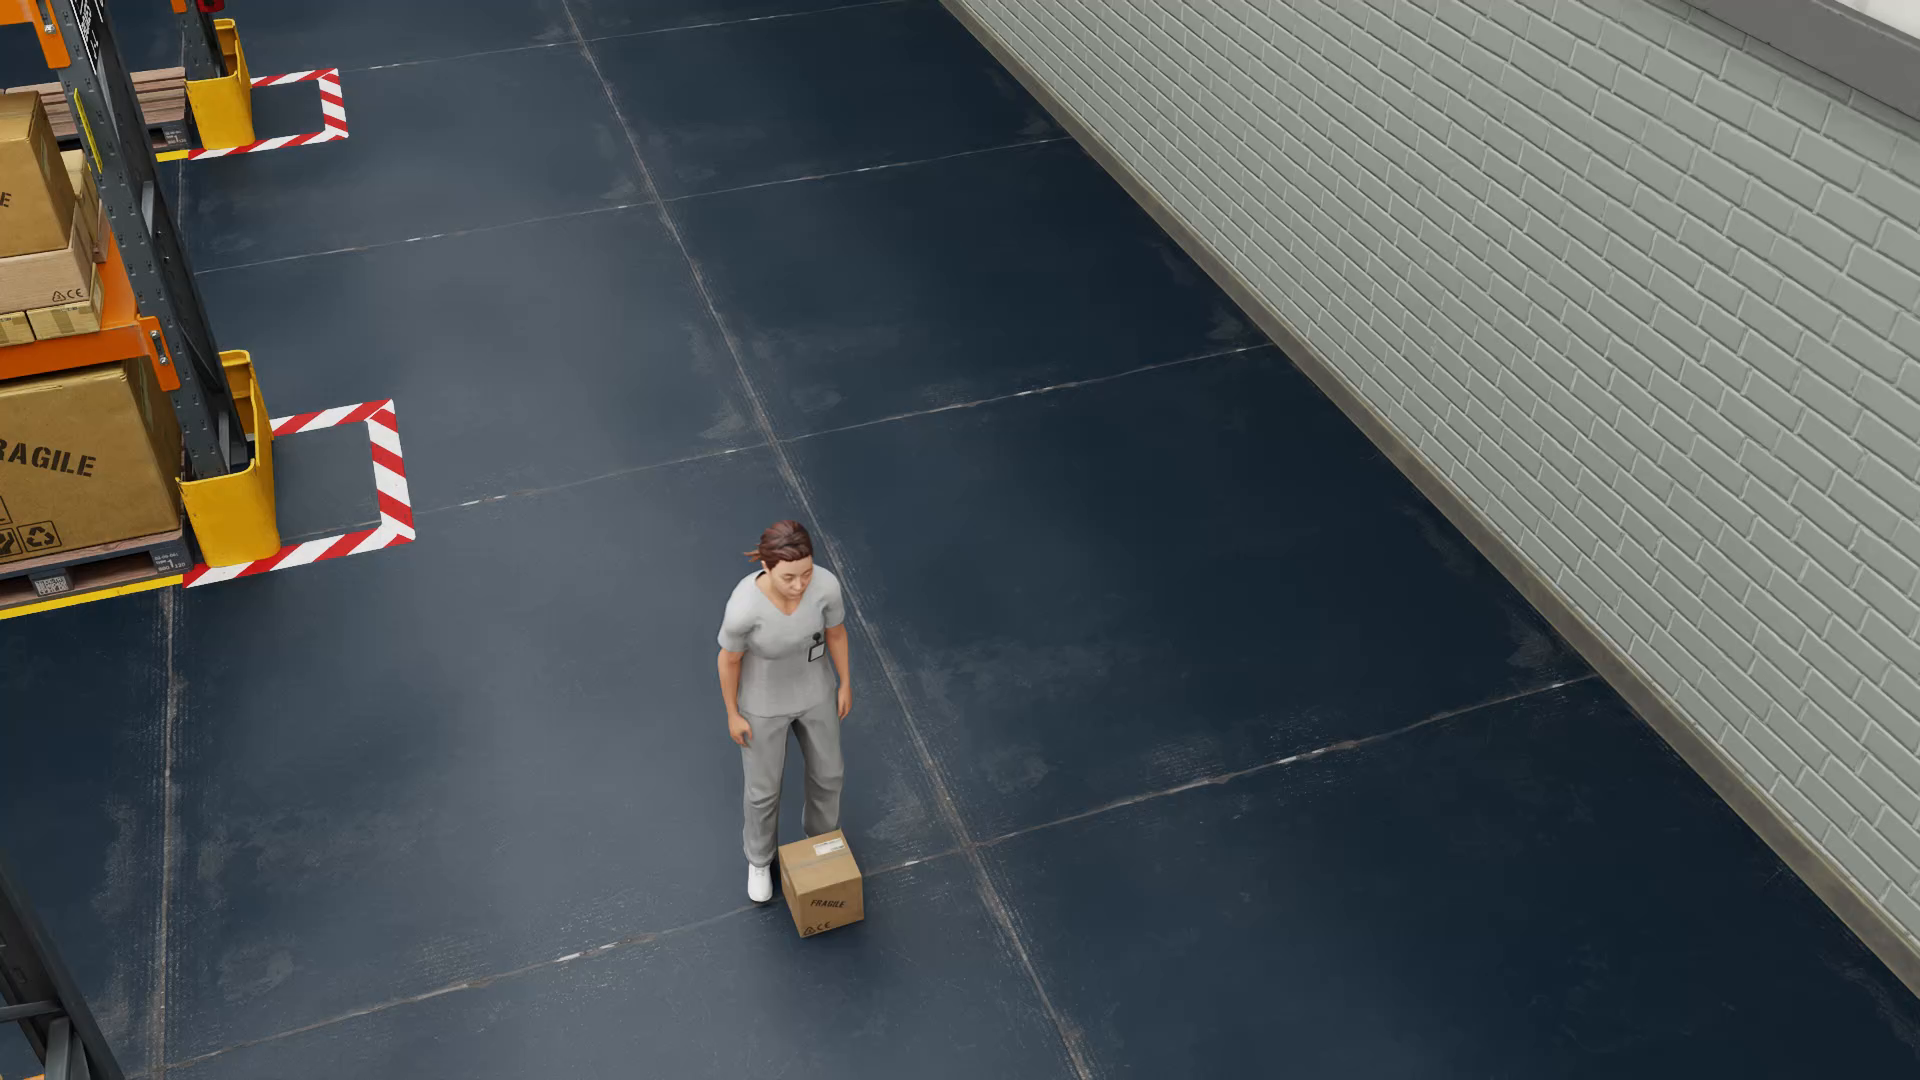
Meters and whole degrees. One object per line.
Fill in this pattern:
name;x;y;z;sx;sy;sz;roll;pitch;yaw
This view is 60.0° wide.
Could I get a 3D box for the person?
person;-0.614;0.592;6.024;0.514;1.672;0.359;-15;40;-18
